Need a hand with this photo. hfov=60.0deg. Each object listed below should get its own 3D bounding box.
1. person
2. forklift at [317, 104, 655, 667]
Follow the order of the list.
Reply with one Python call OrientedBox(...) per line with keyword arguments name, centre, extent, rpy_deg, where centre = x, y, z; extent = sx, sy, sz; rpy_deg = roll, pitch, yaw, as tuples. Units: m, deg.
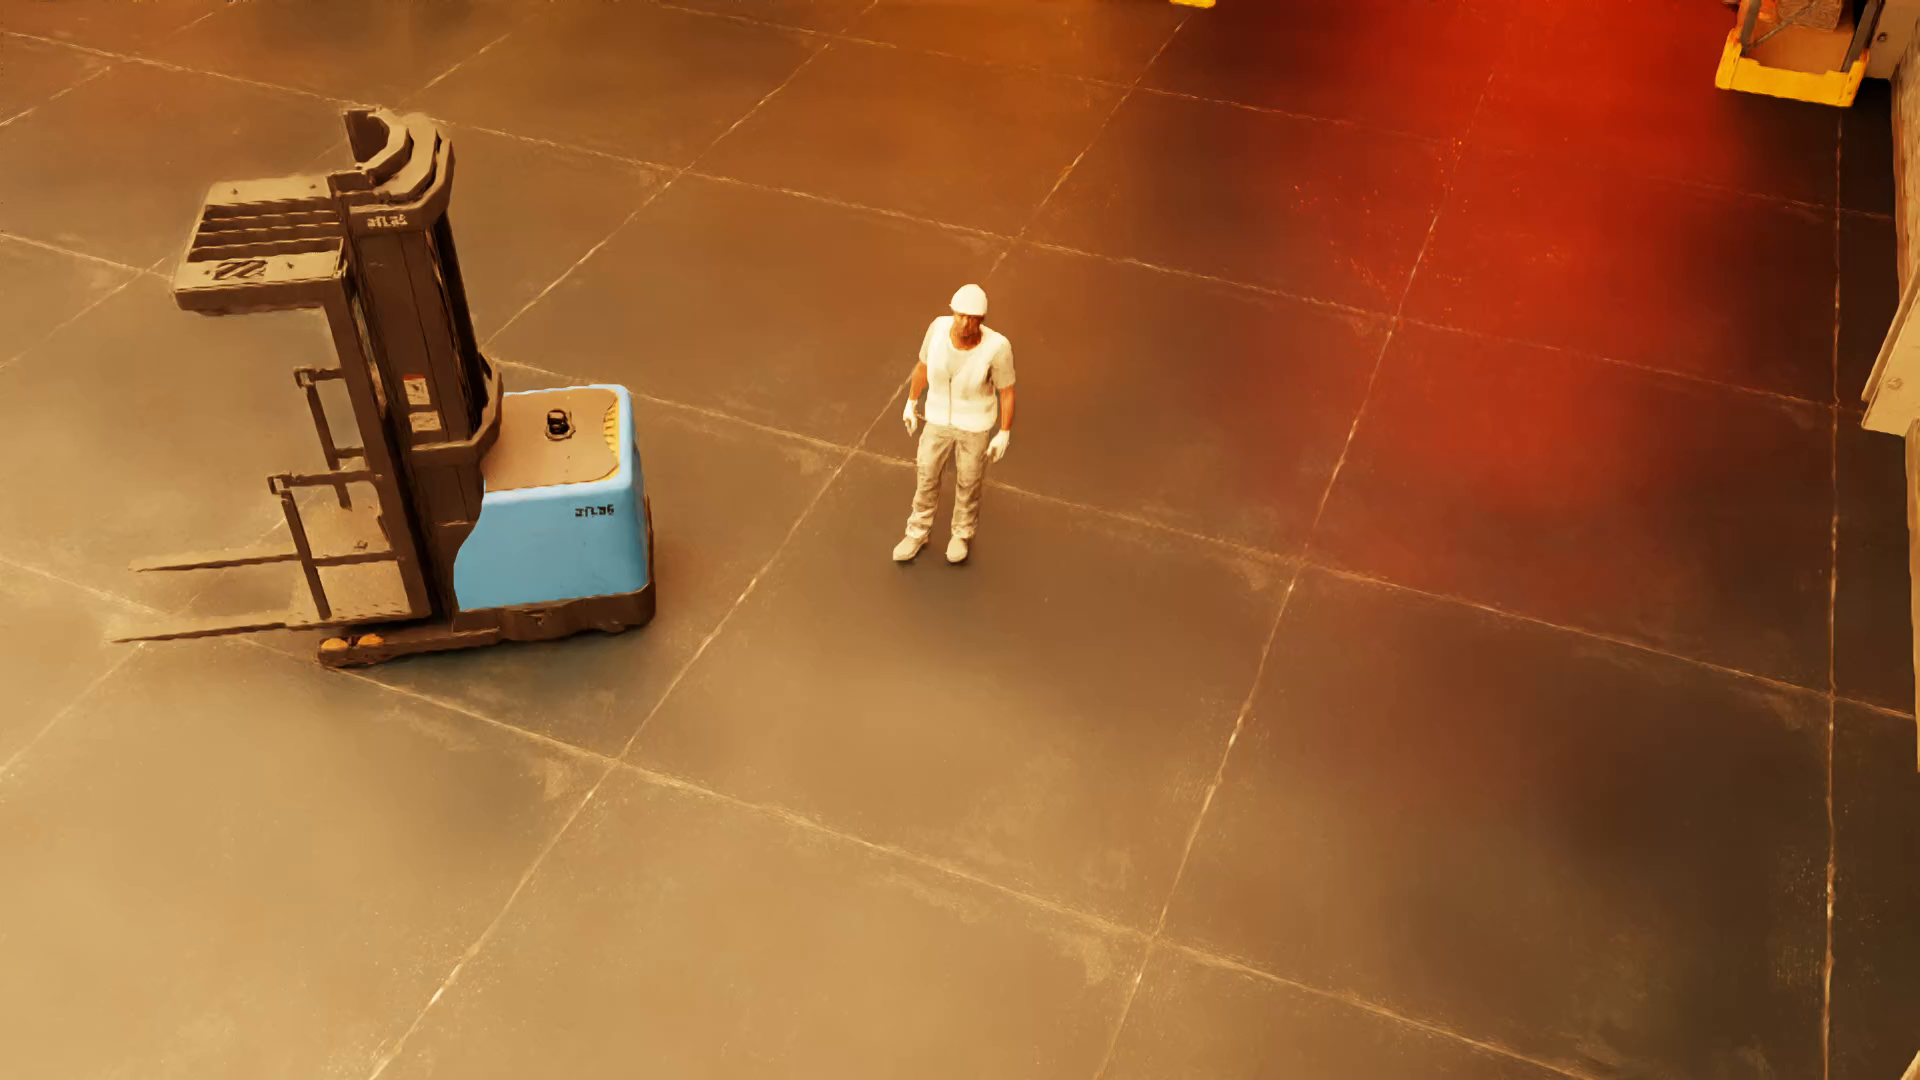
OrientedBox(name="person", centre=(-0.035, -0.587, 9.716), extent=(0.655, 1.621, 0.576), rpy_deg=(15, 42, 17))
OrientedBox(name="forklift", centre=(-3.338, -0.768, 8.924), extent=(3.031, 2.935, 1.130), rpy_deg=(-6, 40, -7))
